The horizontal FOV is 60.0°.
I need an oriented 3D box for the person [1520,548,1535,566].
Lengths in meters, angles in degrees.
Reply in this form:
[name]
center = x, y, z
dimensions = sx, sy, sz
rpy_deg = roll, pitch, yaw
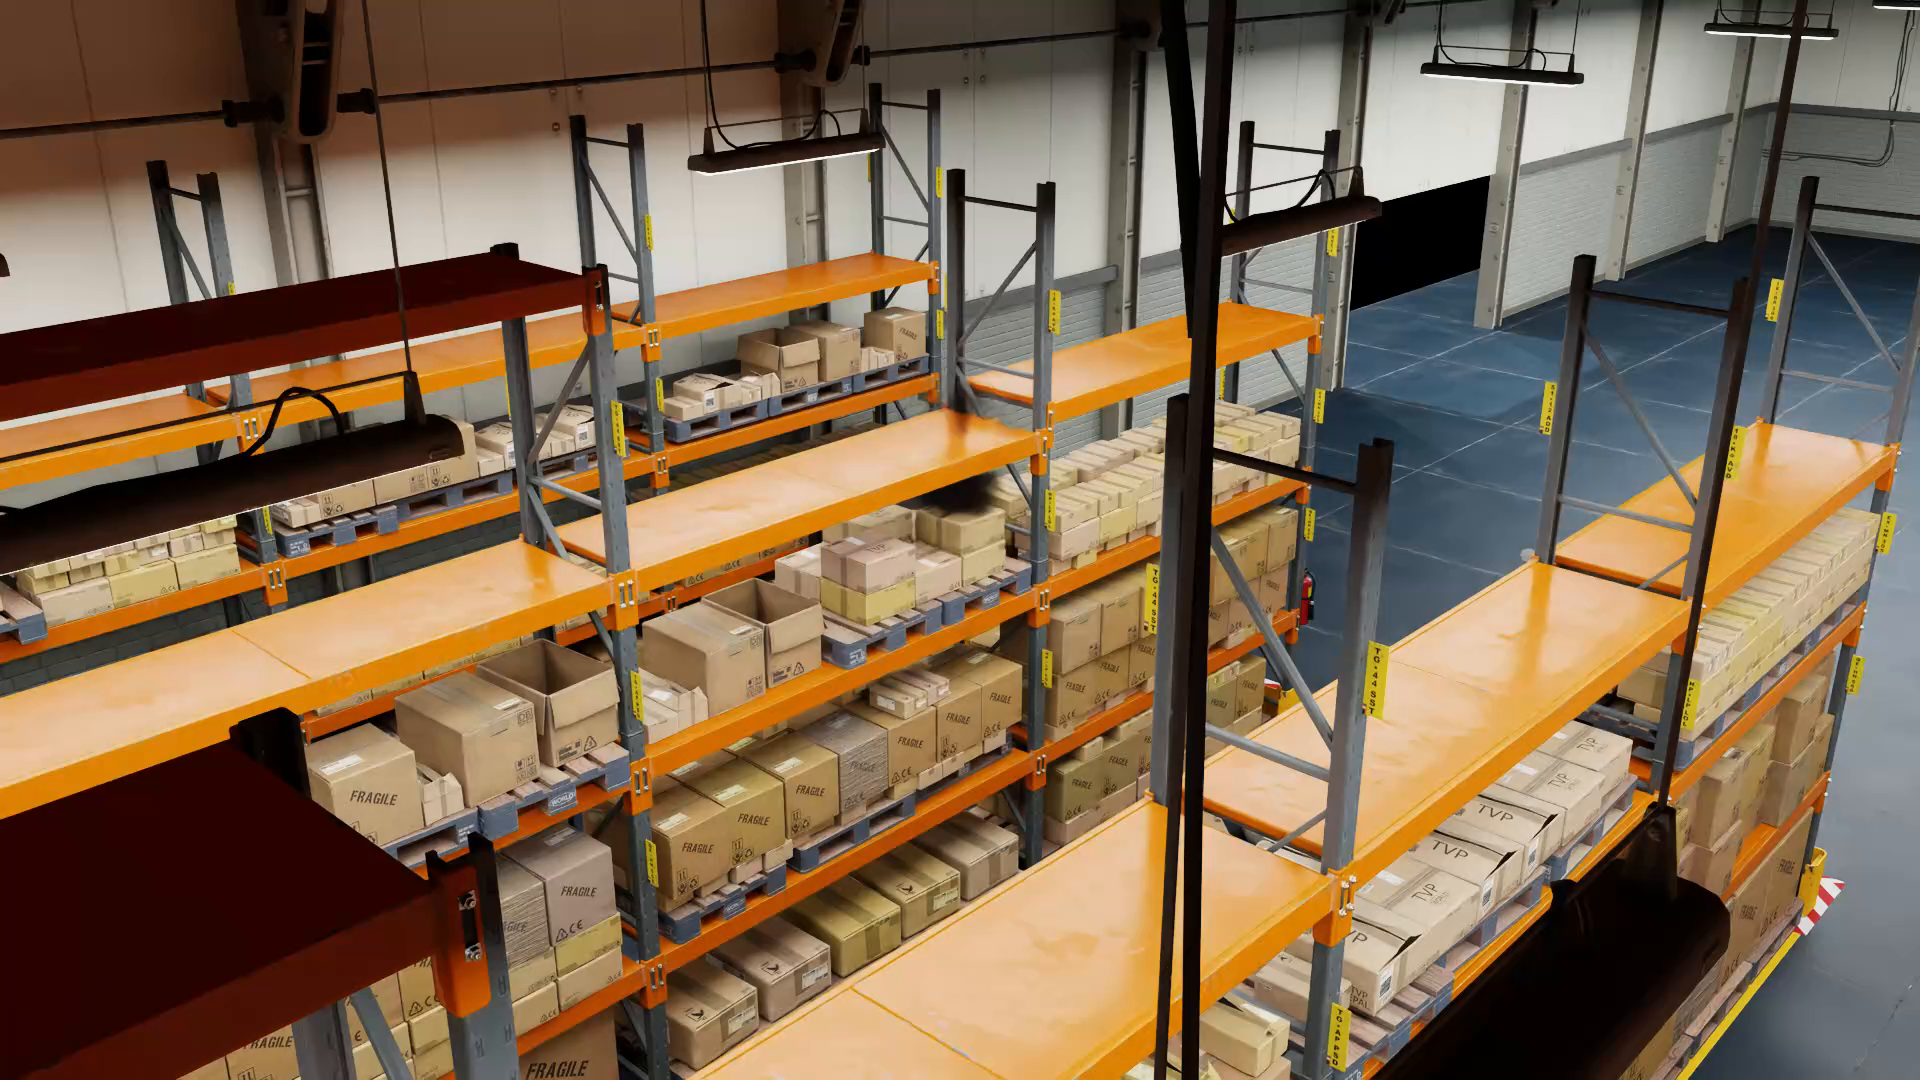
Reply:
[person]
center = 5.922, 0.953, 17.340
dimensions = 0.512, 1.610, 0.715
rpy_deg = -4, 22, -10
